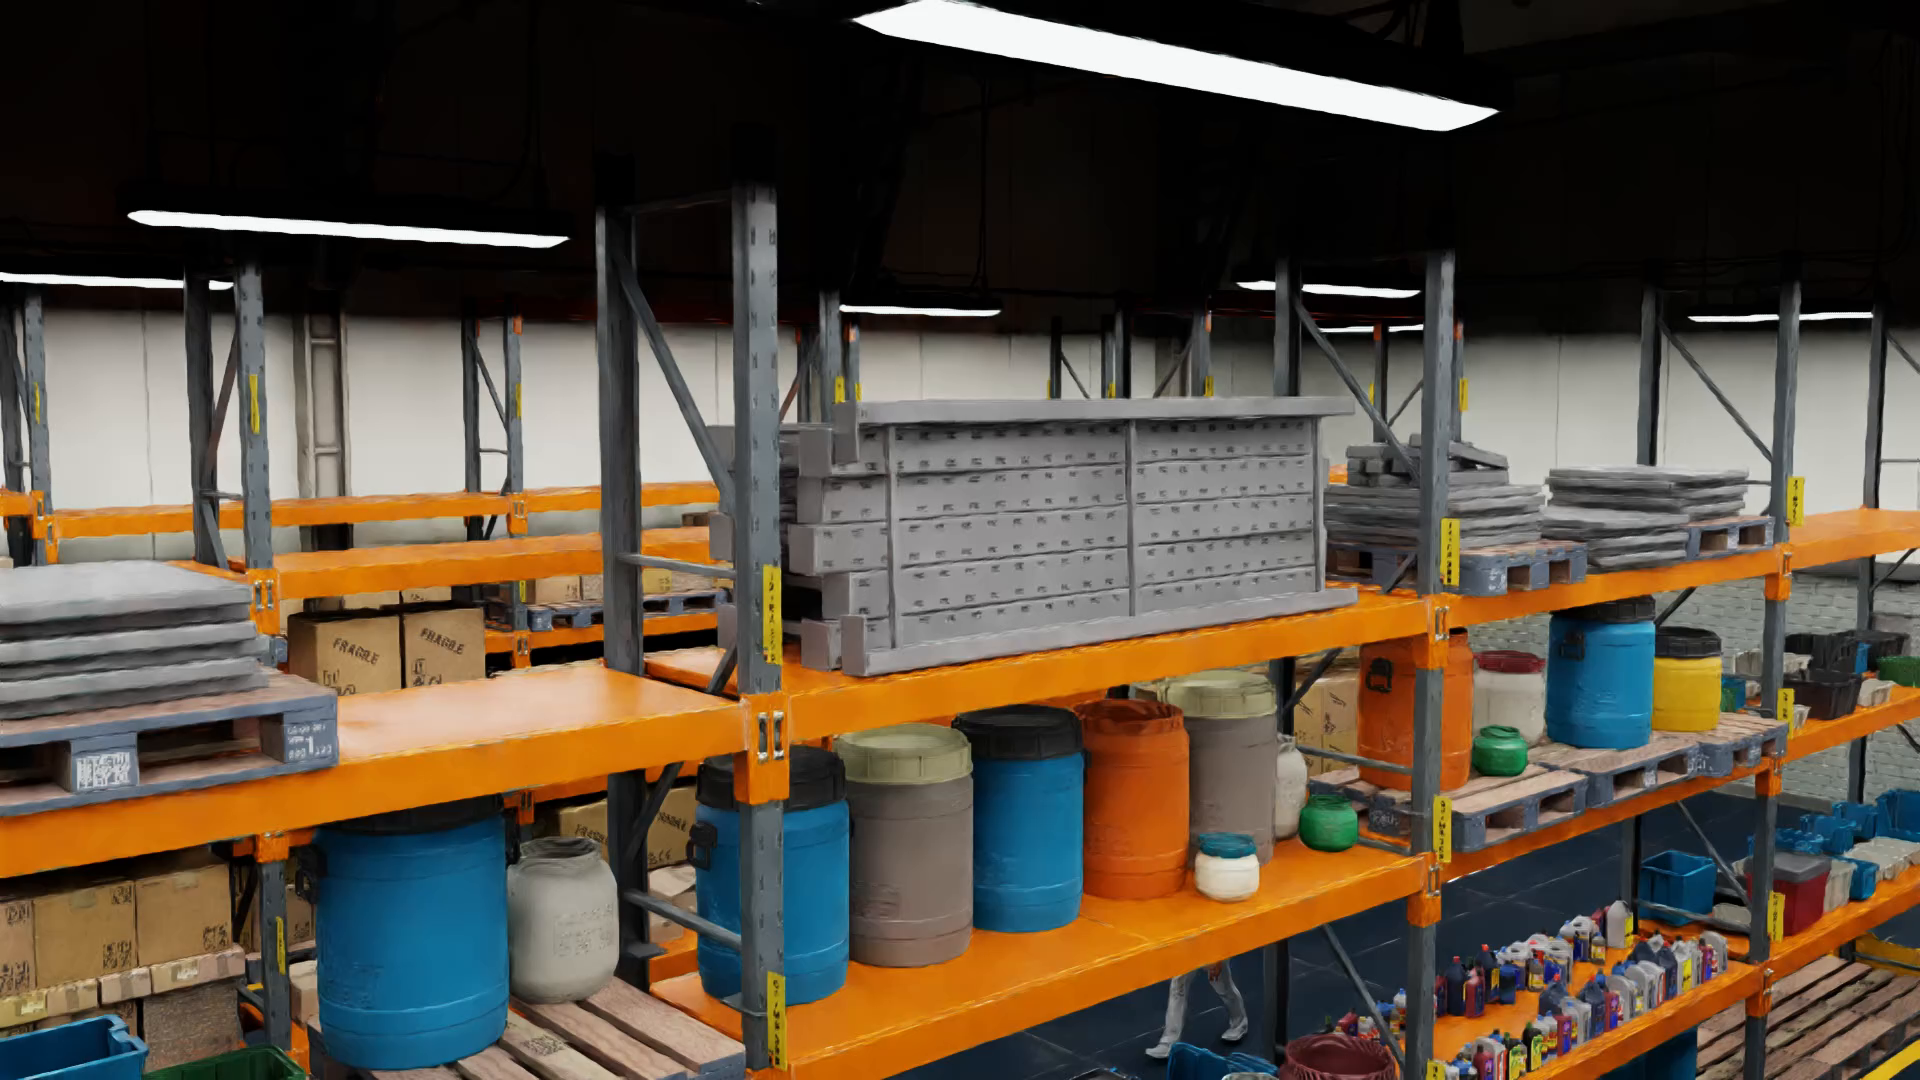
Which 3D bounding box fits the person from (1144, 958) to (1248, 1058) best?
[{"bbox_3d":[1.860,3.107,12.775,1.042,1.716,0.591,-5,7,-42],"label":"person"}]
